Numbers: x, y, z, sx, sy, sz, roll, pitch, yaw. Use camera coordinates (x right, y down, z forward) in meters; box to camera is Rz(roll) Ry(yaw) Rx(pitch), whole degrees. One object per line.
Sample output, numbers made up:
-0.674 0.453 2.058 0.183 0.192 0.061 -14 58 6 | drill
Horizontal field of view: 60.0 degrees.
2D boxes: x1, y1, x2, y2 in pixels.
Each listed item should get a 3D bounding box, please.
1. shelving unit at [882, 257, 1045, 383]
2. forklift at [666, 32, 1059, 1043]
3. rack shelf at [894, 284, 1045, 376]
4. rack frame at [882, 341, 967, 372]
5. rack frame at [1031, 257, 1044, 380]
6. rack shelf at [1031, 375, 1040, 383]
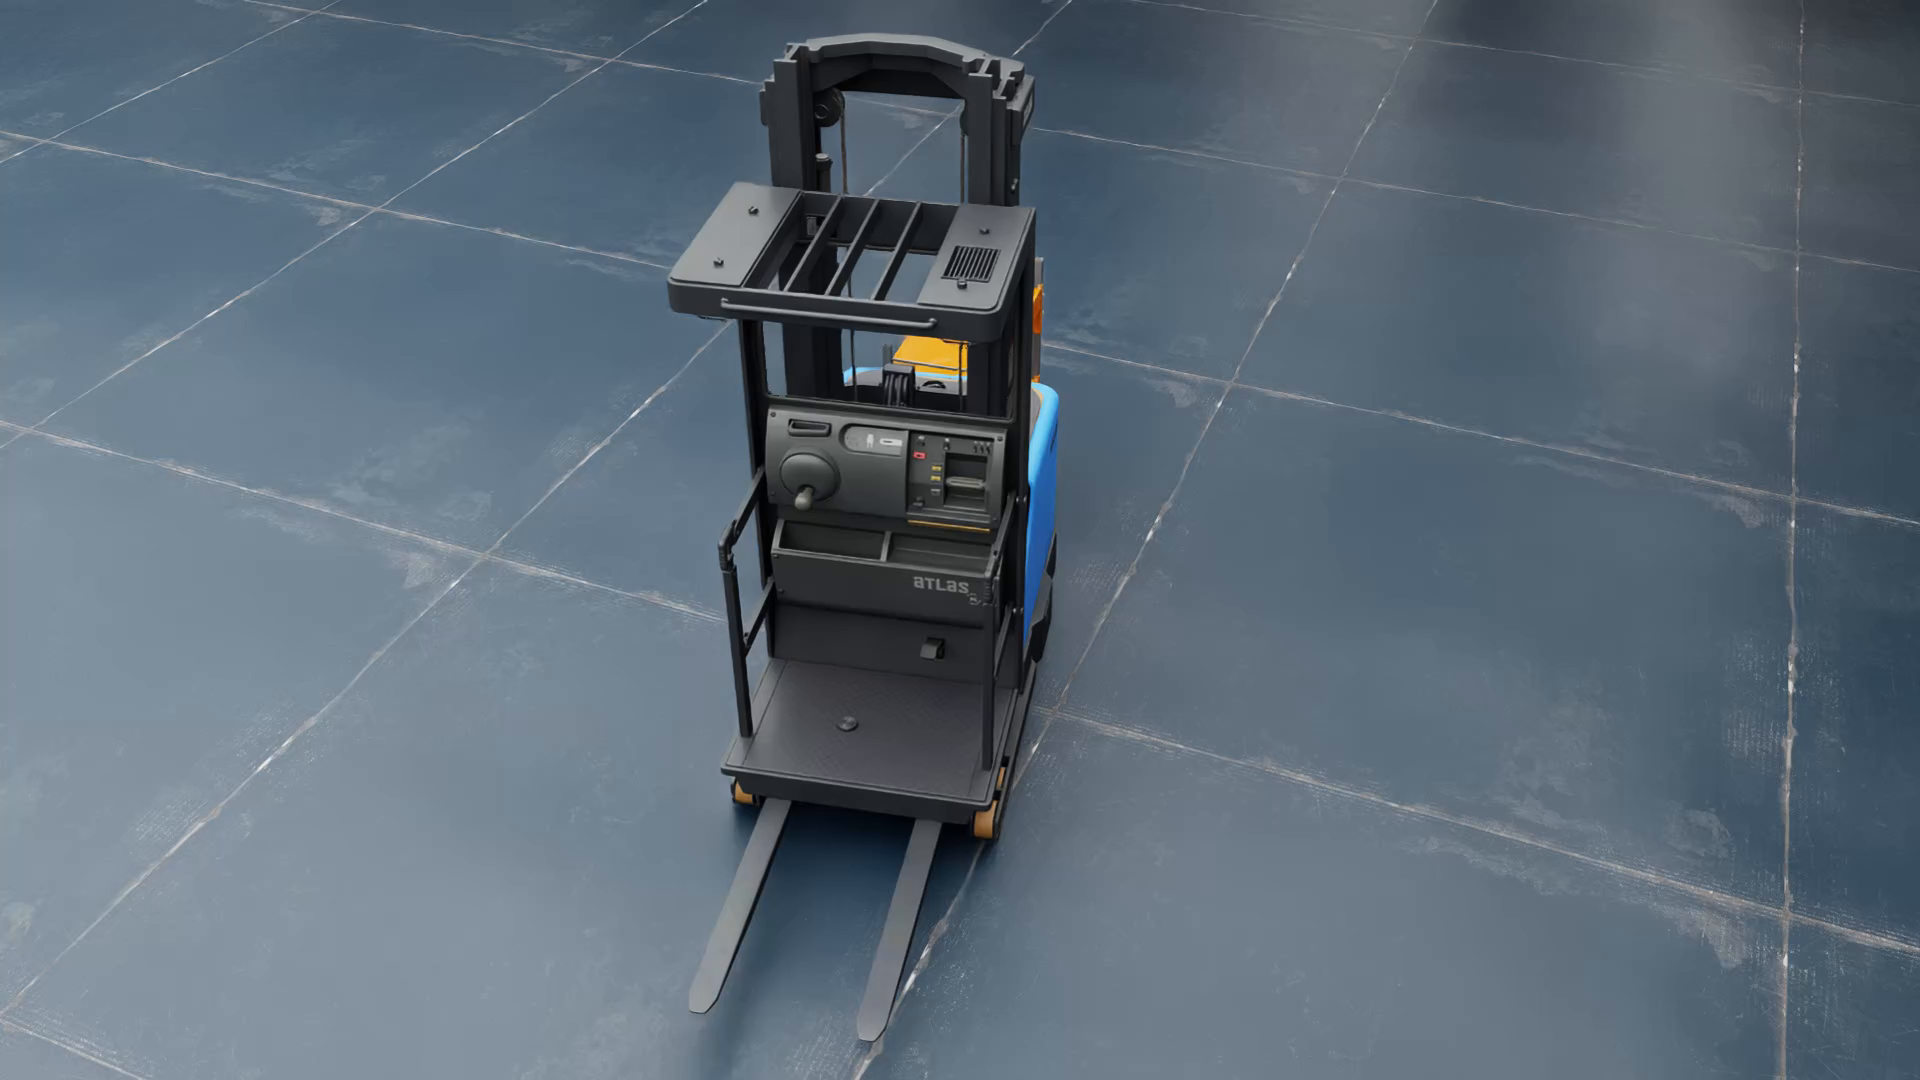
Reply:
0.031 -0.710 8.361 0.538 1.125 1.048 10 38 13 | shelving unit
-0.326 -0.207 6.181 1.130 2.935 3.031 7 37 9 | forklift
0.031 -0.944 8.186 0.538 0.278 1.000 10 38 13 | rack shelf
-0.115 -0.418 7.972 0.500 1.125 0.032 10 38 13 | rack frame
0.177 -1.001 8.751 0.500 1.125 0.032 10 38 13 | rack frame
0.031 -0.514 8.508 0.538 0.278 1.000 10 38 13 | rack shelf
